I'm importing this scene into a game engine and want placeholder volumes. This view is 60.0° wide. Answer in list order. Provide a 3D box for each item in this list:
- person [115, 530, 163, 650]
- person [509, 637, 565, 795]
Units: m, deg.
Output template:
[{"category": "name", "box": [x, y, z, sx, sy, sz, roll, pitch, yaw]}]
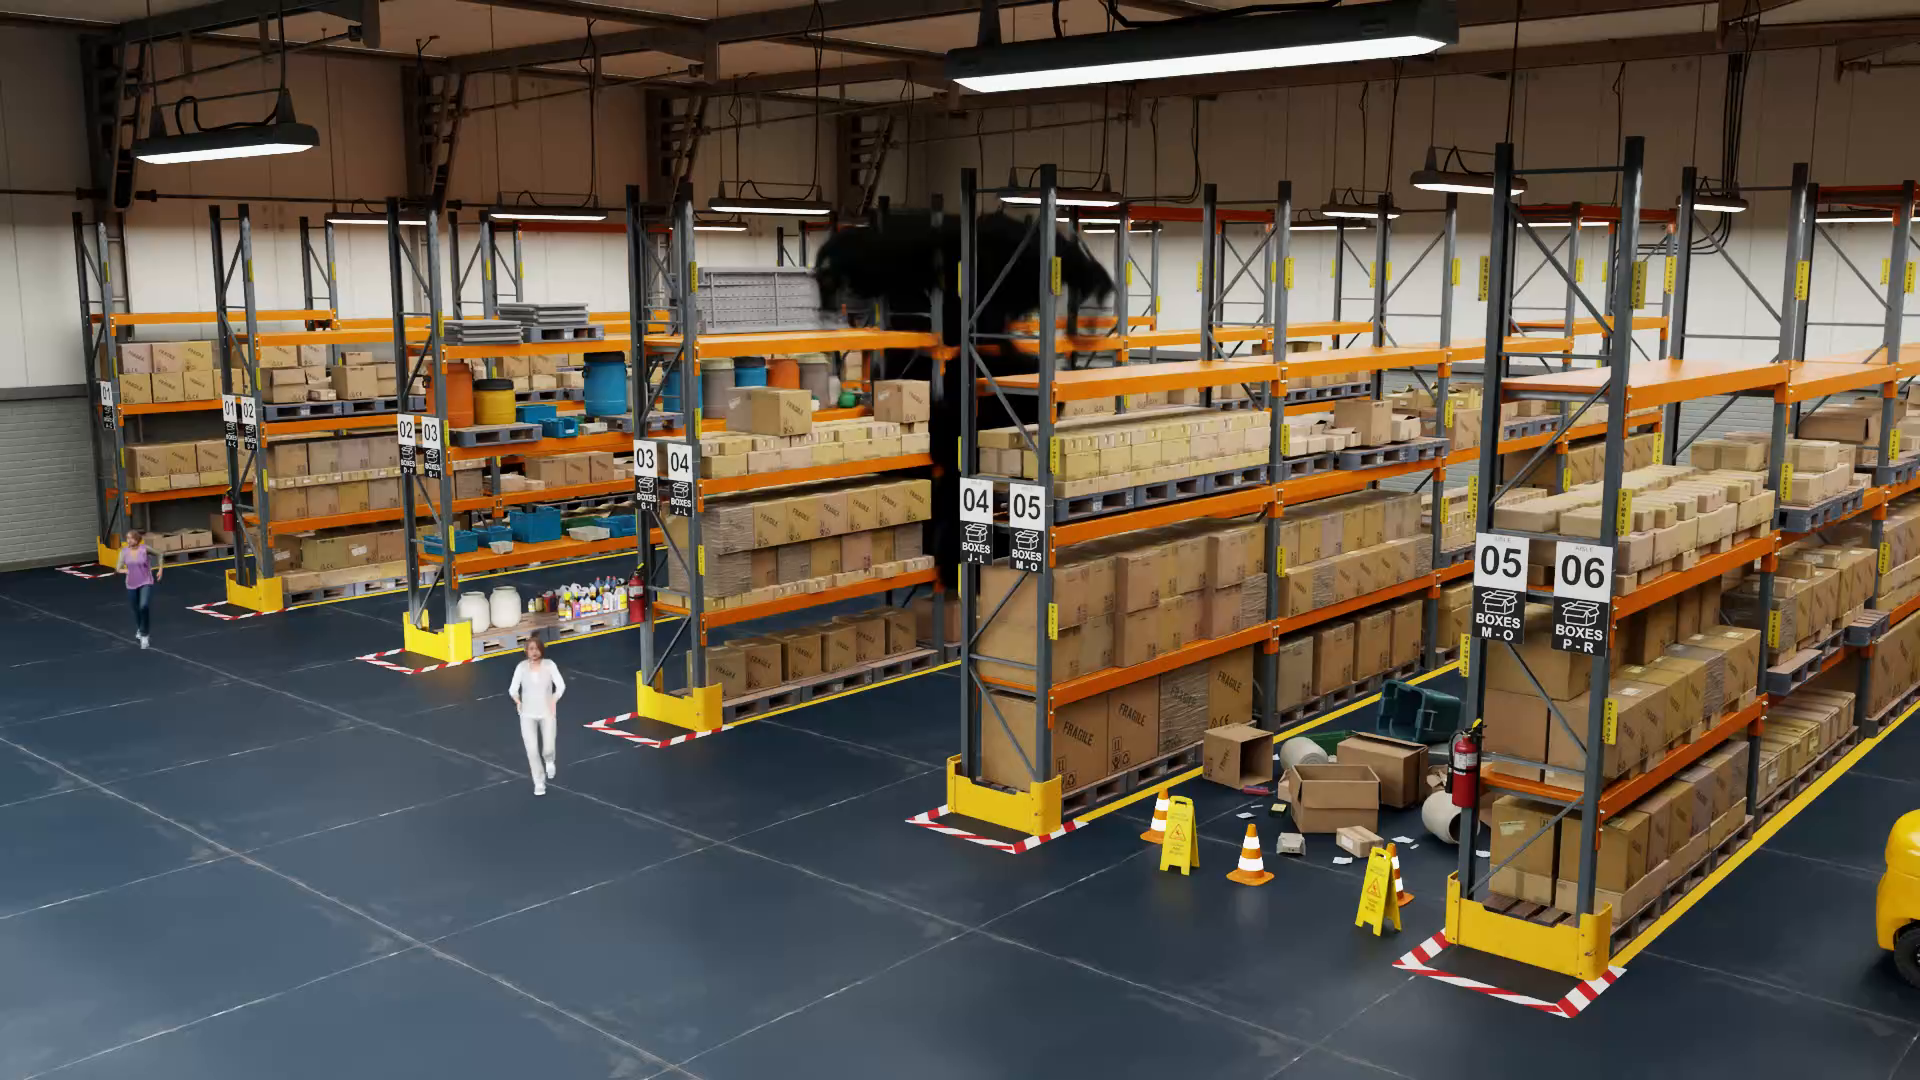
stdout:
[{"category": "person", "box": [-11.115, 0.655, 22.569, 0.546, 1.609, 0.833, -2, 10, -12]}, {"category": "person", "box": [-4.145, 1.716, 16.308, 0.533, 1.548, 0.562, -2, 10, -10]}]
